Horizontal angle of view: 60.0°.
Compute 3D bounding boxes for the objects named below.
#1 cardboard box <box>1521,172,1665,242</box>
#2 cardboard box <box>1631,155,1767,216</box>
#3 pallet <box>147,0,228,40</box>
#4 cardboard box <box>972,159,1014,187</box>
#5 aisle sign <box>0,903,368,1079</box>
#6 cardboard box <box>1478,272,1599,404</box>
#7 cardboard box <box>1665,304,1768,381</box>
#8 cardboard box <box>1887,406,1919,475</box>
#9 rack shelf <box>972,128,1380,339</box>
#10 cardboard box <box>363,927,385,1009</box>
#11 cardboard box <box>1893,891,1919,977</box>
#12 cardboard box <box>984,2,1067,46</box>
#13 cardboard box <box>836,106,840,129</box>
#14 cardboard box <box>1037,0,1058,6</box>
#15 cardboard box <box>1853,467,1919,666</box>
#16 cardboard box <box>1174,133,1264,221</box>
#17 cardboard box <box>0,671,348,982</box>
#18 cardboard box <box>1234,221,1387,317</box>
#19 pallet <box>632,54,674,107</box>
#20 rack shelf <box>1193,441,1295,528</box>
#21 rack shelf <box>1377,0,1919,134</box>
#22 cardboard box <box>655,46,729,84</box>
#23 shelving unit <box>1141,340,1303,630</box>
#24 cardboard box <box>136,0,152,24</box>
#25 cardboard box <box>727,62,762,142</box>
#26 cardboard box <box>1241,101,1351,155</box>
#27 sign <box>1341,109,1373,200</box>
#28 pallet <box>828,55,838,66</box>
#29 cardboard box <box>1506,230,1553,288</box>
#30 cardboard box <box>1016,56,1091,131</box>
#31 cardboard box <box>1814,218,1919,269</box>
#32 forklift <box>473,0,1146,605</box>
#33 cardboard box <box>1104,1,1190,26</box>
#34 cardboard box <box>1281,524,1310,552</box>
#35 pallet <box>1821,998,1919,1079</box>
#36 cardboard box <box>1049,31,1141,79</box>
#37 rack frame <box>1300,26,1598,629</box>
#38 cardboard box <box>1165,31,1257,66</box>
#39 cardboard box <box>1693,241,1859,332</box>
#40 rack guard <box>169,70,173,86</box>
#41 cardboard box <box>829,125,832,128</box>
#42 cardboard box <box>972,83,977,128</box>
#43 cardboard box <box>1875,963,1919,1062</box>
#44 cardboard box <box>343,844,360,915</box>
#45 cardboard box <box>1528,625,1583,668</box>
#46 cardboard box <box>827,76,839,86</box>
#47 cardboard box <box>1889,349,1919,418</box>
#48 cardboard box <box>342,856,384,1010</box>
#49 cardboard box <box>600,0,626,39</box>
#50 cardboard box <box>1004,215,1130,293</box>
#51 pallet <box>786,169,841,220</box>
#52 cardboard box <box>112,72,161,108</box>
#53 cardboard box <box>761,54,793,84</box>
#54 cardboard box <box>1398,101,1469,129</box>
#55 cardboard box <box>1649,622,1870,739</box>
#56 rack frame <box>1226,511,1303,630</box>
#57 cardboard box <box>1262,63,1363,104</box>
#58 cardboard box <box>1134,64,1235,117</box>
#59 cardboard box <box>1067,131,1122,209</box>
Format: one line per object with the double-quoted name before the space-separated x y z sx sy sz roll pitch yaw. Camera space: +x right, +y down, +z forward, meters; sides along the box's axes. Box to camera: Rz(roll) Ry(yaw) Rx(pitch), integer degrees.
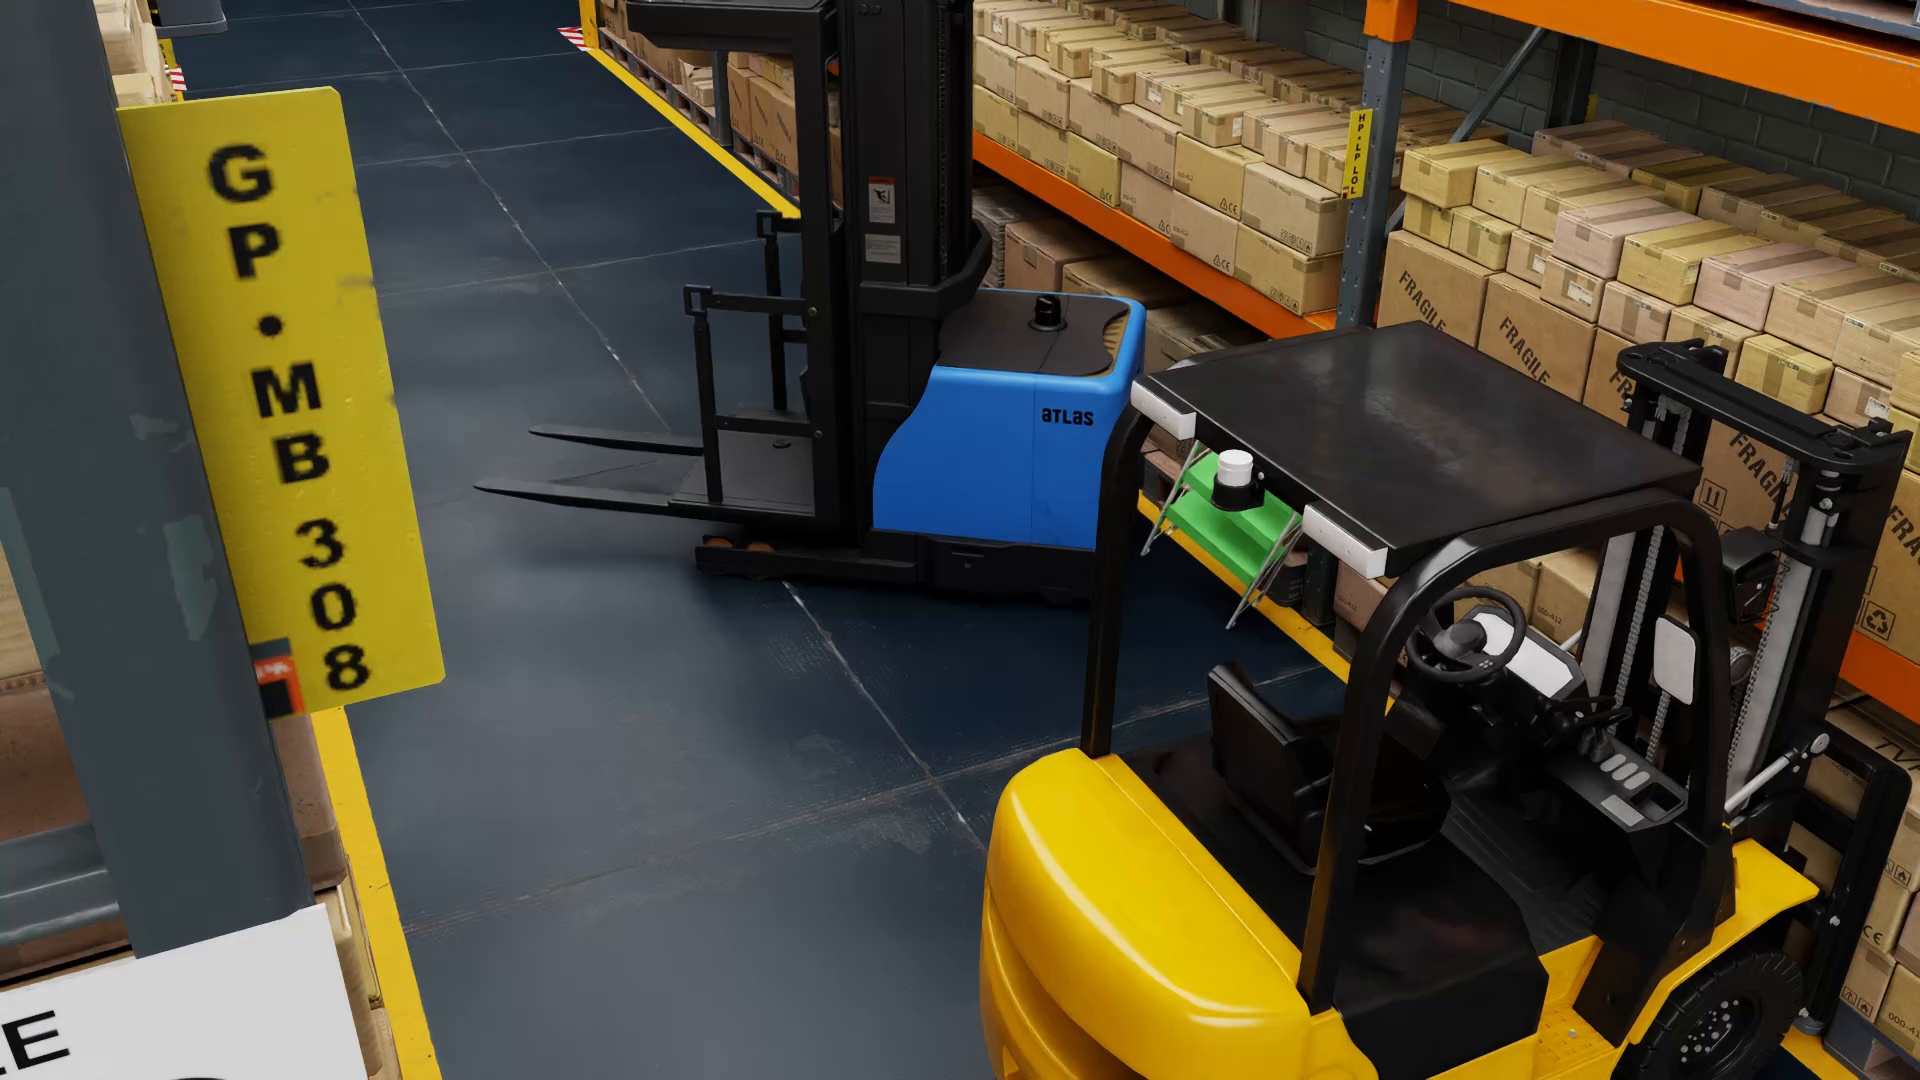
"cardboard box" 2.125 -1.108 5.589 0.380 0.149 0.250 -14 32 -23
"cardboard box" 2.551 -1.207 5.766 0.380 0.149 0.250 -13 32 -22
"pallet" -2.705 -1.540 4.554 1.213 0.211 1.003 -13 32 -22
"cardboard box" 0.300 -2.167 10.674 0.500 0.500 0.500 -12 31 -20
"aisle sign" -0.513 0.577 0.996 0.394 0.787 0.004 -13 32 -22
"cardboard box" 2.138 -0.628 5.701 0.500 0.500 0.500 -13 32 -21
"cardboard box" 2.368 -0.621 5.025 0.380 0.149 0.250 -14 32 -24
"cardboard box" 2.688 -0.277 4.412 0.380 0.149 0.250 -13 32 -22
"rack shelf" 1.086 -1.632 8.329 1.077 0.370 4.000 -13 32 -22
"cardboard box" -1.600 1.325 3.935 0.500 0.500 0.500 -11 31 -19
"cardboard box" 2.965 1.130 4.539 0.500 0.250 0.500 -13 32 -22
"cardboard box" 0.348 -2.727 8.781 0.380 0.149 0.250 -12 32 -21
"cardboard box" -0.611 -2.846 11.221 0.380 0.149 0.250 -14 32 -23
"cardboard box" 0.550 -3.054 9.365 0.380 0.149 0.250 -12 31 -20
"cardboard box" 2.779 0.042 4.507 0.500 0.500 0.500 -14 32 -23
"cardboard box" 1.276 -1.604 7.185 0.500 0.250 0.500 -14 32 -23
"cardboard box" -0.794 0.098 1.291 0.500 0.250 0.500 -14 32 -23
"cardboard box" 1.492 -1.164 6.913 0.500 0.250 0.500 -12 32 -21
"pallet" -2.311 -4.223 15.065 1.003 0.211 1.213 -13 32 -22
"rack shelf" 1.201 -0.301 6.602 0.480 0.148 0.258 42 54 18
"rack shelf" 2.804 -1.173 4.444 1.077 0.370 4.000 -13 32 -22
"cardboard box" -2.252 -4.321 14.516 0.700 0.500 0.500 -14 32 -24
"shelving unit" 1.165 -0.196 6.739 0.503 1.200 0.258 42 54 18
"cardboard box" -1.886 -1.029 3.301 0.500 0.250 0.500 -14 32 -23
"cardboard box" -1.485 -3.428 12.922 0.500 0.500 0.500 -12 31 -20
"cardboard box" 1.413 -1.722 6.989 0.380 0.149 0.250 -13 32 -22
"sign" 1.459 -1.414 6.102 0.100 0.325 0.005 -13 32 -22
"pallet" -0.127 -3.030 10.283 1.213 0.211 1.003 -13 32 -22
"cardboard box" 2.094 -0.969 5.646 0.380 0.149 0.250 -13 32 -22
"cardboard box" 0.620 -2.278 8.388 0.500 0.250 0.500 -14 32 -23
"cardboard box" 2.876 -0.868 5.162 0.380 0.149 0.250 -13 32 -23
"forklift" -0.718 -1.347 7.155 3.031 2.935 1.130 6 30 10
"cardboard box" 0.988 -2.741 8.806 0.380 0.149 0.250 -14 32 -23
"cardboard box" 1.711 -0.438 7.462 0.875 0.625 0.625 -12 31 -20
"pallet" 3.296 1.592 4.695 1.003 0.211 1.213 -13 32 -22
"cardboard box" 0.662 -2.385 8.171 0.380 0.149 0.250 -12 32 -21
"rack frame" 1.945 -1.062 6.577 1.000 3.000 0.127 -13 32 -22
"cardboard box" 1.227 -2.380 8.162 0.380 0.149 0.250 -12 31 -21
"cardboard box" 2.439 -0.763 4.974 0.380 0.149 0.250 -13 32 -22
"rack guard" -7.698 -4.239 14.799 1.175 0.500 0.348 -13 32 -22
"cardboard box" -0.820 -2.743 11.701 0.500 0.500 0.500 -14 32 -24
"cardboard box" 0.198 -2.516 9.324 0.500 0.250 0.500 -13 32 -22
"cardboard box" 2.970 1.358 4.643 0.500 0.250 0.500 -13 32 -22
"cardboard box" -2.040 1.203 4.920 0.500 0.250 0.500 -12 31 -20
"cardboard box" 2.297 0.461 5.732 0.500 0.250 0.500 -13 32 -22
"cardboard box" -0.959 -3.194 11.842 0.380 0.149 0.250 -12 31 -20
"cardboard box" 2.680 -0.408 4.341 0.380 0.149 0.250 -12 32 -21
"cardboard box" -1.217 0.855 2.752 0.500 0.500 0.500 -14 32 -23
"cardboard box" -3.030 -5.167 16.021 0.797 0.503 0.637 -14 32 -24
"cardboard box" 0.771 -1.411 9.198 0.875 0.625 0.625 -12 31 -20
"pallet" -0.578 -2.489 11.972 1.003 0.211 1.213 -13 32 -22
"cardboard box" -1.002 -0.355 1.692 0.380 0.149 0.250 -13 32 -22
"cardboard box" -1.266 -3.540 12.460 0.380 0.149 0.250 -15 33 -25
"cardboard box" 1.920 -1.718 6.982 0.380 0.149 0.250 -14 32 -24
"cardboard box" 2.522 0.476 5.193 0.500 0.250 0.500 -14 32 -23
"rack frame" 1.338 -0.040 6.664 0.015 1.200 0.240 42 54 18
"cardboard box" 1.601 -2.053 7.578 0.380 0.149 0.250 -13 32 -22
"cardboard box" 1.023 -2.051 7.575 0.380 0.149 0.250 -13 32 -22
"cardboard box" 0.858 -1.837 8.113 0.500 0.250 0.500 -12 31 -20
